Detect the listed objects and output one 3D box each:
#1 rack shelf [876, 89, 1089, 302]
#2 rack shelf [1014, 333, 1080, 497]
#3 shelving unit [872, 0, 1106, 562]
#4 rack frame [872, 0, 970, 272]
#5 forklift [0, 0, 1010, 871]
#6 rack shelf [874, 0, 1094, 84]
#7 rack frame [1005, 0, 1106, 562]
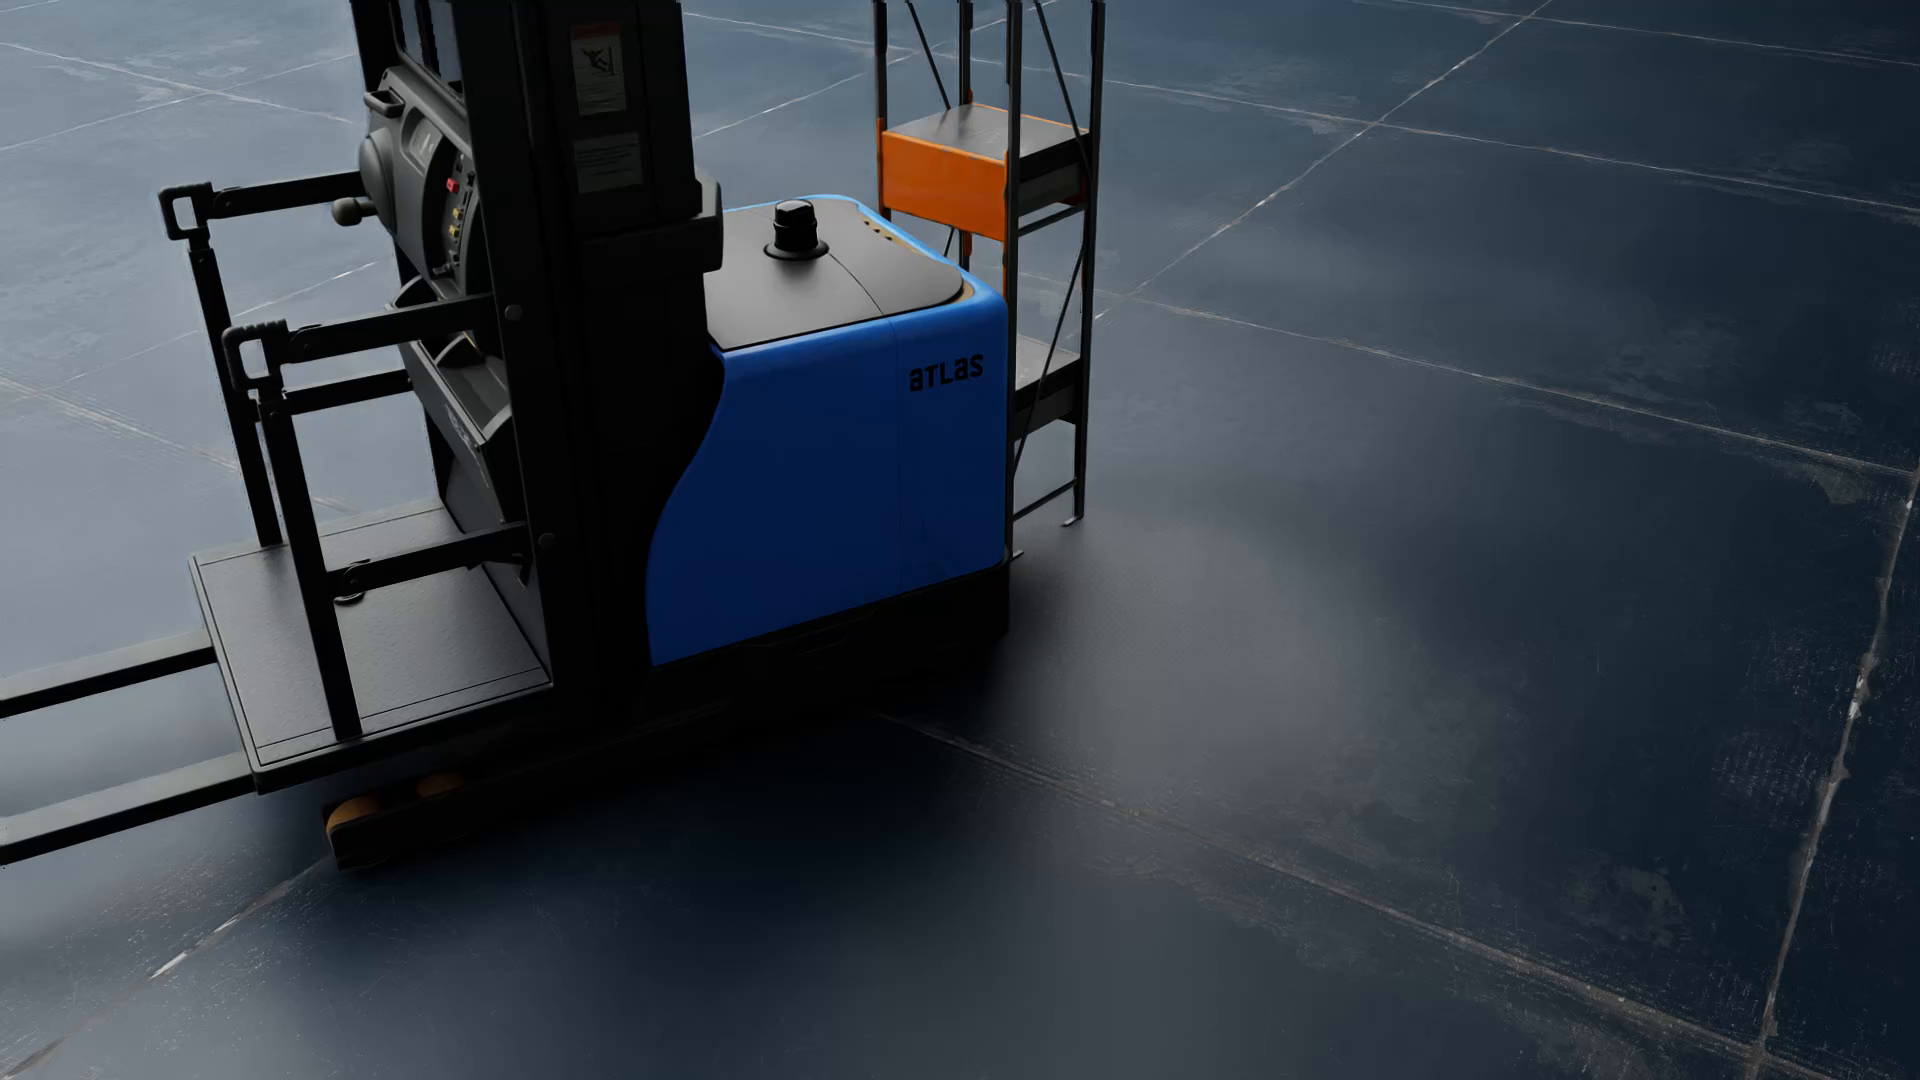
[{"bbox_3d":[0.079,-0.976,4.866,0.480,0.518,0.431,23,38,34],"label":"rack shelf"},{"bbox_3d":[0.079,-0.371,5.218,0.480,0.518,0.431,23,38,34],"label":"rack shelf"},{"bbox_3d":[0.079,-0.987,4.859,0.503,2.100,0.431,23,38,34],"label":"shelving unit"},{"bbox_3d":[-0.106,-1.068,4.996,0.015,2.100,0.400,23,38,34],"label":"rack frame"},{"bbox_3d":[-1.402,-0.797,3.708,3.031,2.935,1.130,-16,34,-25],"label":"forklift"},{"bbox_3d":[0.079,-1.580,4.513,0.480,0.518,0.431,23,38,34],"label":"rack shelf"},{"bbox_3d":[0.264,-0.907,4.721,0.015,2.100,0.400,23,38,34],"label":"rack frame"}]
